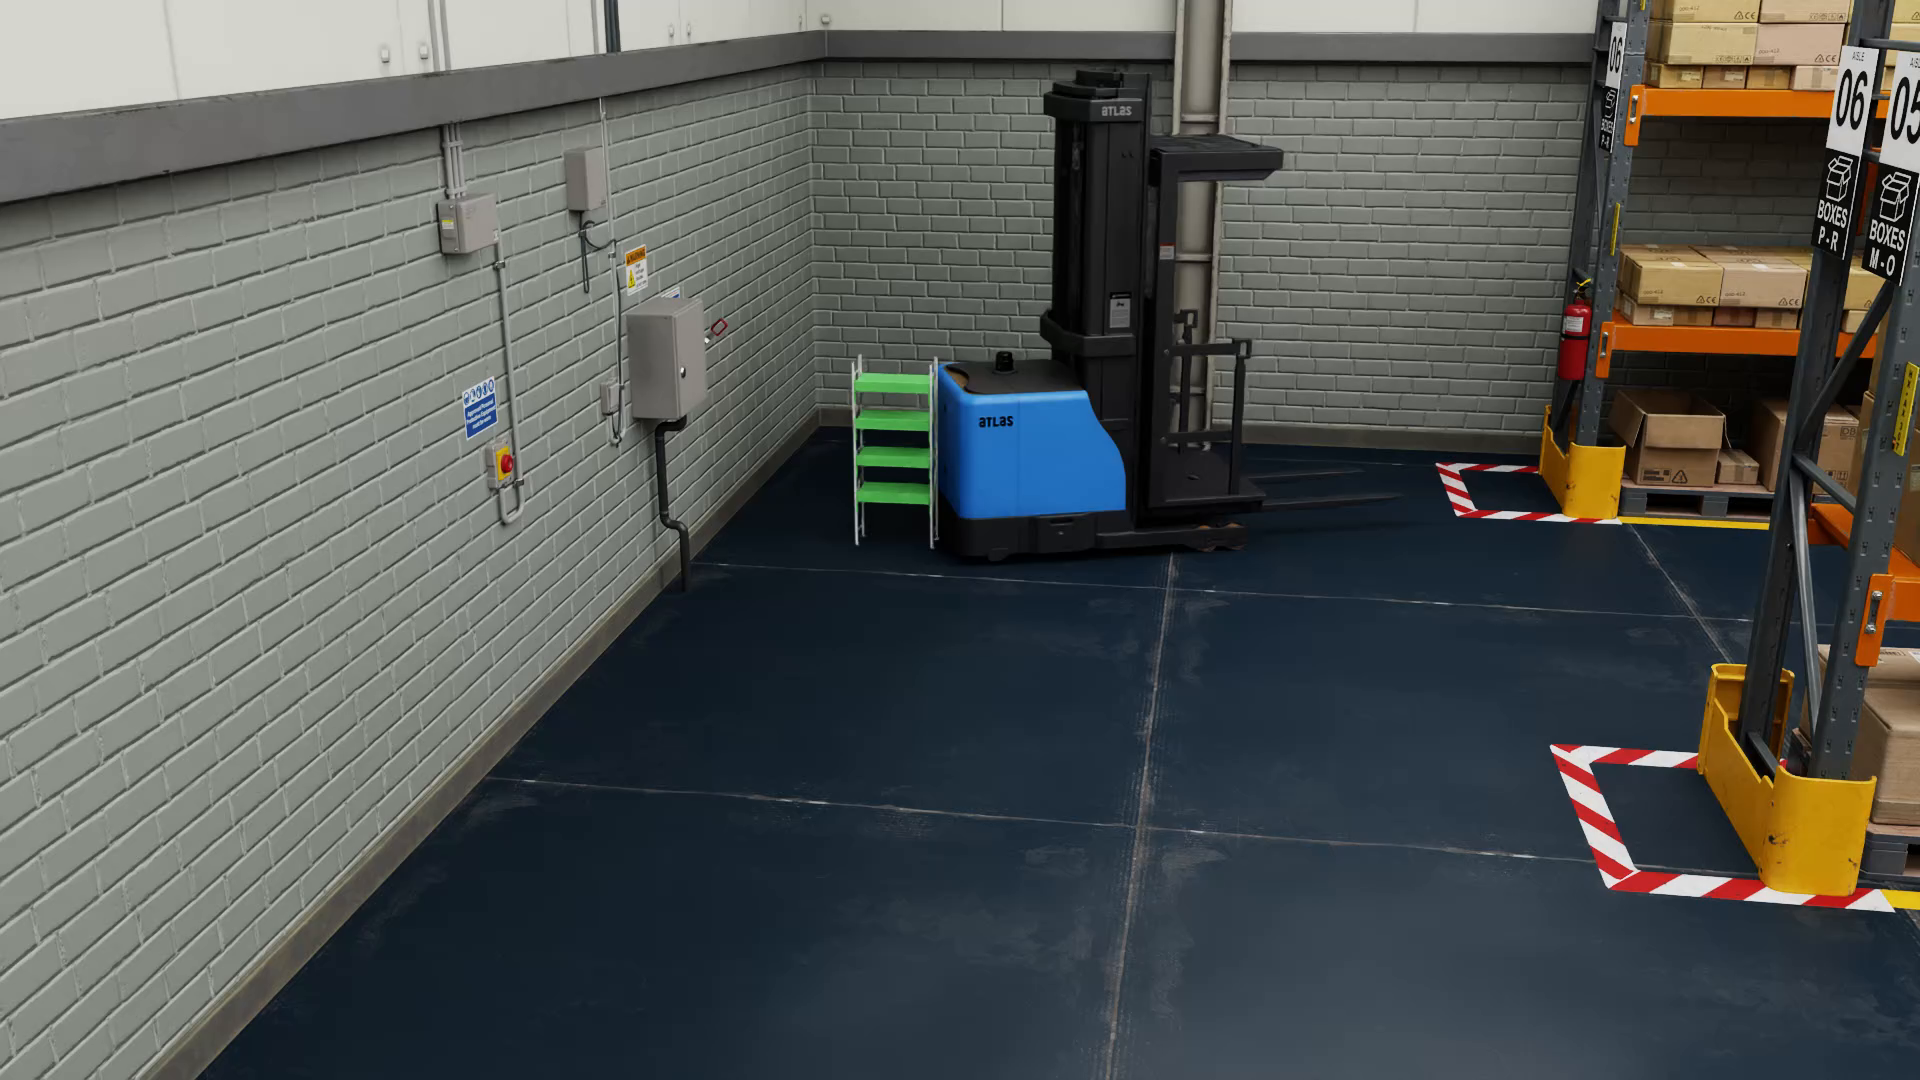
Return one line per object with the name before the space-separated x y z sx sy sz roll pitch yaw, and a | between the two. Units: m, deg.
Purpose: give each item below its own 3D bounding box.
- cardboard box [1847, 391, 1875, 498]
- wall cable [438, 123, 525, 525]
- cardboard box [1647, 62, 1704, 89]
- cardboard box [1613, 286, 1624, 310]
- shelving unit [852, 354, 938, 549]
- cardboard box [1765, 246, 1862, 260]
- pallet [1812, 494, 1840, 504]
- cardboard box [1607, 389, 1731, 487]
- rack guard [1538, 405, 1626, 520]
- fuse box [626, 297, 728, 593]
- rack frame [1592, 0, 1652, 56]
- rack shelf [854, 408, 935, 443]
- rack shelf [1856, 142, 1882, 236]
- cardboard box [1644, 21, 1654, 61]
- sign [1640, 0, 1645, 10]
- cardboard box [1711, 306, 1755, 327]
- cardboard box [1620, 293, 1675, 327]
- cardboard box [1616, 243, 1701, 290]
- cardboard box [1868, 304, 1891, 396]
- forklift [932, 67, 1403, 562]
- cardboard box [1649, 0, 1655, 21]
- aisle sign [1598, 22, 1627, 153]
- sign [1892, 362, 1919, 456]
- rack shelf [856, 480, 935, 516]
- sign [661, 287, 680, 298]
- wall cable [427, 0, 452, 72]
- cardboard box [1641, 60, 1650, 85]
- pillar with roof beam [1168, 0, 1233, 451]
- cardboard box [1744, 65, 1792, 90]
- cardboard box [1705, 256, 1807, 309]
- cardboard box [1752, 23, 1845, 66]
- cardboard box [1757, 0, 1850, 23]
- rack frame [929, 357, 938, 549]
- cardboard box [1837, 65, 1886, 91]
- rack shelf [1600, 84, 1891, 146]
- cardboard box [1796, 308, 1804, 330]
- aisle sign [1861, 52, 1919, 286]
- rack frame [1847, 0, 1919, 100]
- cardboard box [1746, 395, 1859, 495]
cardboard box | 4.020 -0.303 6.823 0.500 0.500 0.500 3 19 9
wall cable | -2.069 -0.970 7.324 0.123 1.953 0.585 3 19 9
cardboard box | 4.563 -2.967 10.610 0.250 0.149 0.380 3 19 10
cardboard box | 4.655 -1.700 11.554 0.250 0.149 0.380 3 19 8
shelving unit | -0.408 -0.559 10.583 0.503 1.200 0.258 2 19 7
cardboard box | 5.779 -1.829 11.311 0.500 0.250 0.500 4 19 10
pallet | 6.349 -0.324 11.439 1.213 0.211 1.003 3 19 9
cardboard box | 4.874 -0.707 11.461 0.637 0.503 0.797 2 19 6
rack guard | 4.360 -0.563 11.697 0.348 0.500 1.175 3 19 9
fuse box | -1.592 -0.513 9.640 0.414 1.711 0.539 3 19 9
rack frame | 4.285 -4.597 10.360 0.127 3.000 1.000 3 19 9
rack shelf | -0.408 -0.726 10.527 0.480 0.148 0.258 2 19 7
rack shelf | 5.476 -1.178 6.001 4.000 0.370 1.077 3 19 9
cardboard box | 4.768 -3.307 11.001 0.500 0.250 0.500 3 19 8
sign | 4.199 -3.419 10.189 0.005 0.325 0.100 3 19 9
cardboard box | 5.090 -1.530 11.044 0.250 0.149 0.380 3 19 8
cardboard box | 4.566 -1.530 11.046 0.250 0.149 0.380 3 19 8
cardboard box | 4.782 -1.882 11.468 0.500 0.250 0.500 3 19 10
cardboard box | 4.016 -0.769 6.640 0.500 0.500 0.500 4 19 10
forklift | 1.372 -1.473 10.588 3.031 2.935 1.130 -4 19 -11
cardboard box | 4.768 -3.547 10.928 0.500 0.250 0.500 2 19 7
aisle sign | 4.171 -2.896 10.635 0.004 0.787 0.394 3 19 9
sign | 3.408 -0.471 5.995 0.005 0.325 0.100 3 19 9
rack shelf | -0.408 -0.271 10.680 0.480 0.148 0.258 2 19 7
sign | -1.718 -1.244 9.944 0.001 0.494 0.329 3 19 9
wall cable | -2.159 -3.240 6.304 0.029 3.000 0.463 3 19 9
cardboard box | 4.638 -3.112 11.045 0.250 0.149 0.380 3 19 10
pillar with roof beam | 1.083 -3.666 7.579 0.400 9.000 9.100 3 19 9
cardboard box | 5.077 -2.943 10.541 0.250 0.149 0.380 3 19 9
cardboard box | 5.188 -1.689 10.893 0.500 0.250 0.500 3 19 9
cardboard box | 5.185 -3.117 10.433 0.500 0.250 0.500 3 19 10
cardboard box | 5.183 -3.349 10.337 0.500 0.250 0.500 3 19 8
rack frame | -0.166 -0.549 10.552 0.015 1.200 0.240 2 19 7
cardboard box | 5.566 -2.888 10.375 0.250 0.149 0.380 3 19 8
rack shelf | 6.260 -2.733 10.650 4.000 0.370 1.077 3 19 9
cardboard box | 5.593 -1.486 10.914 0.250 0.149 0.380 3 19 9
aisle sign | 3.385 -1.342 5.991 0.004 0.787 0.394 3 19 9
rack frame | 3.502 -3.042 5.712 0.127 3.000 1.000 3 19 9
cardboard box | 5.712 -0.650 11.296 0.500 0.500 0.700 4 19 11
